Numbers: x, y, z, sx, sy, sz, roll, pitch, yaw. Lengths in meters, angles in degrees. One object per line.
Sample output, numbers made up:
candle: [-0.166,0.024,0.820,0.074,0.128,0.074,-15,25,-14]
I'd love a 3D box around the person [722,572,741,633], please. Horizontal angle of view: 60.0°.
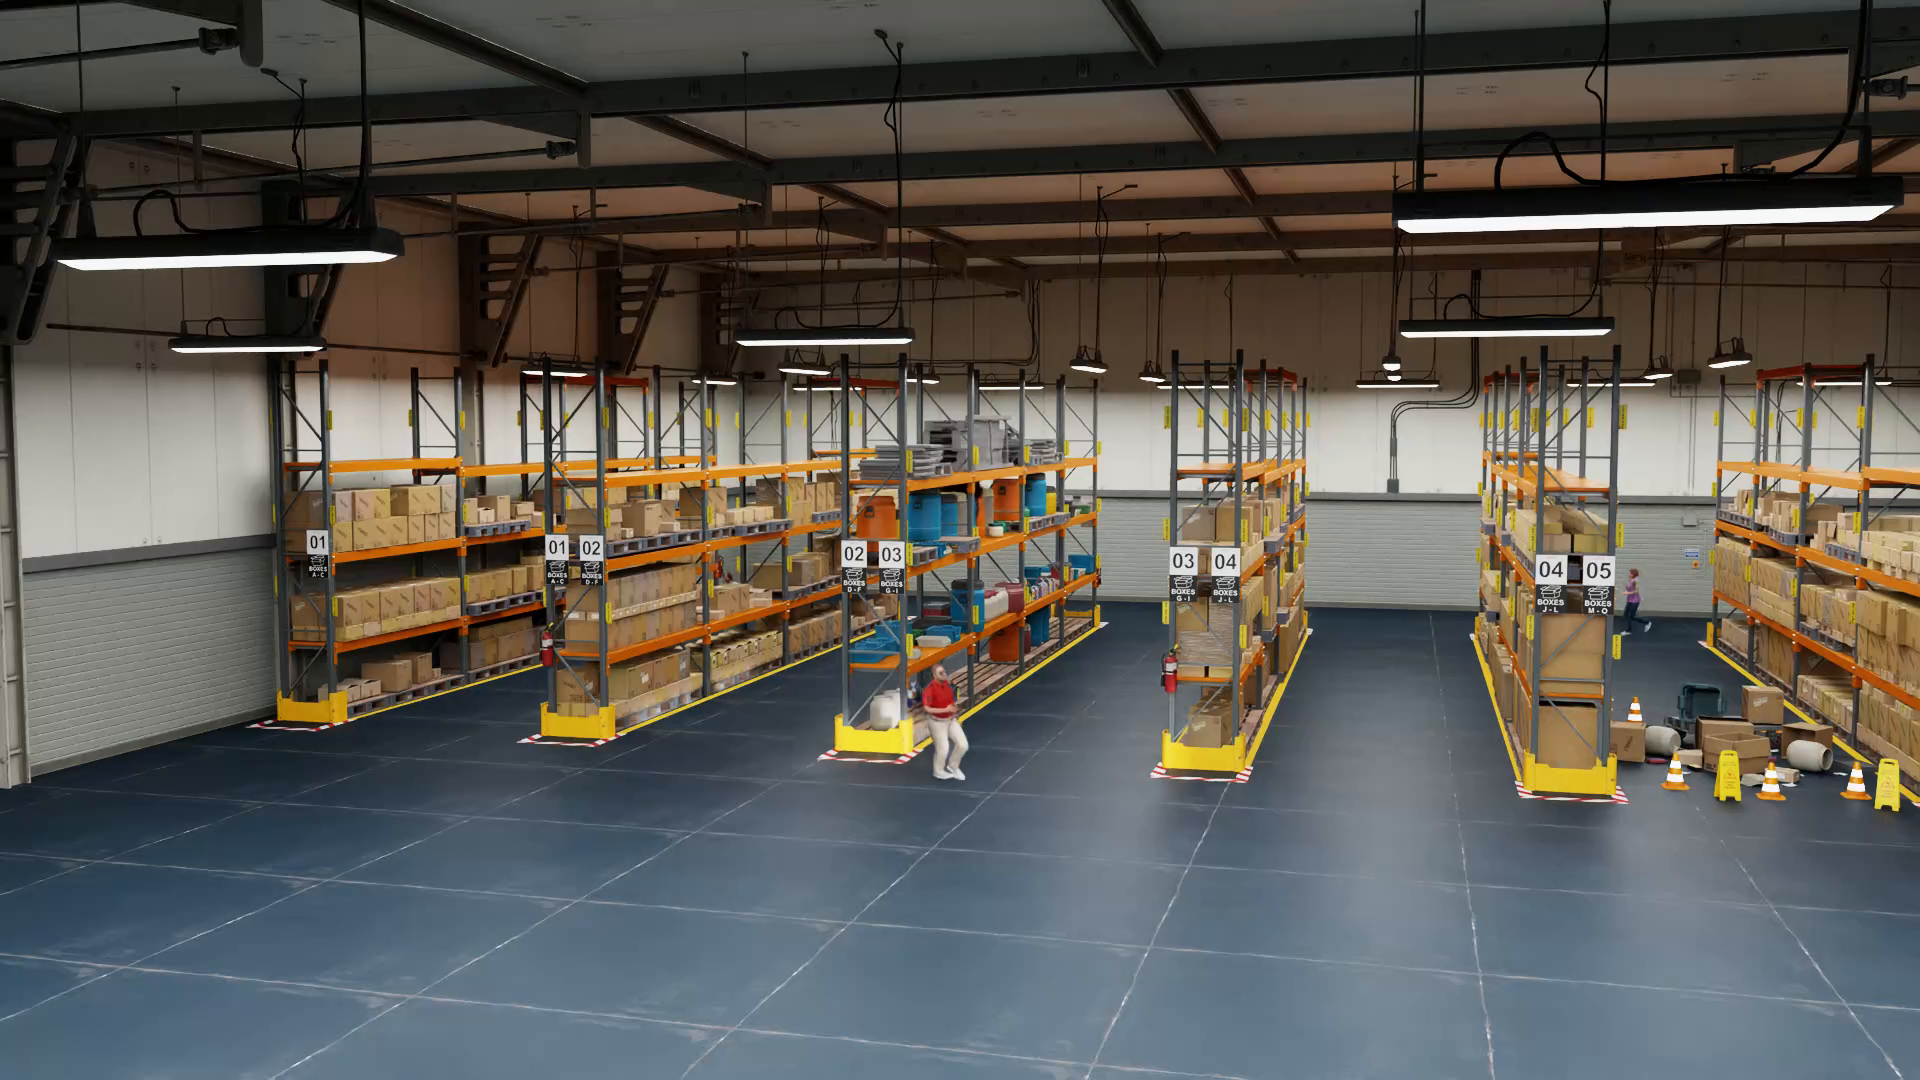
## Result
person: [-5.160,1.514,37.625,0.541,1.593,0.733,1,4,19]

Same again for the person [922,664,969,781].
person: [-0.240,2.533,22.892,0.791,1.692,0.636,-4,6,-45]

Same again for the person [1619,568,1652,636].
person: [15.682,1.438,38.601,0.725,1.567,0.540,0,4,4]
